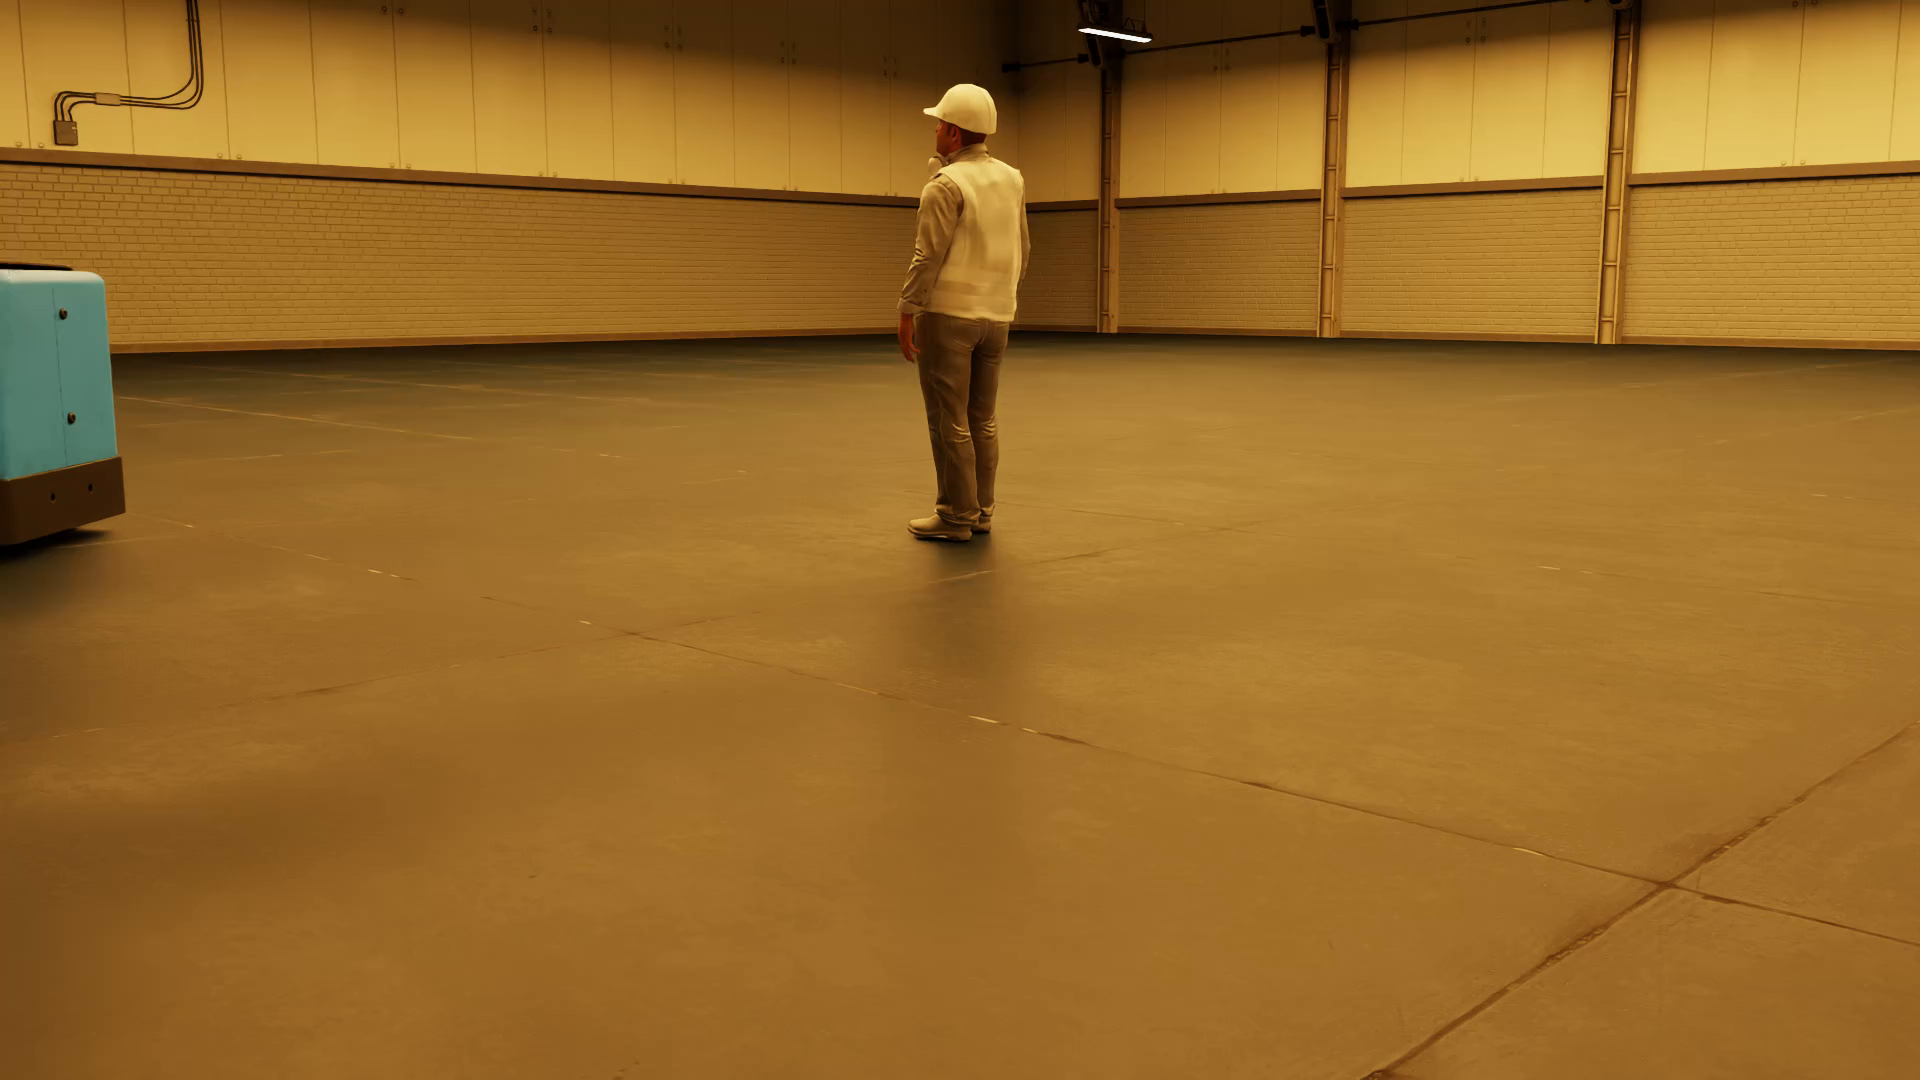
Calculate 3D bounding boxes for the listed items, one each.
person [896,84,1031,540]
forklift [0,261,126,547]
[{"bbox_3d":[-0.039,-0.892,6.633,0.568,1.773,0.632,8,12,43],"label":"person"},{"bbox_3d":[-5.004,-1.418,6.293,3.031,2.935,1.130,0,9,-2],"label":"forklift"}]
